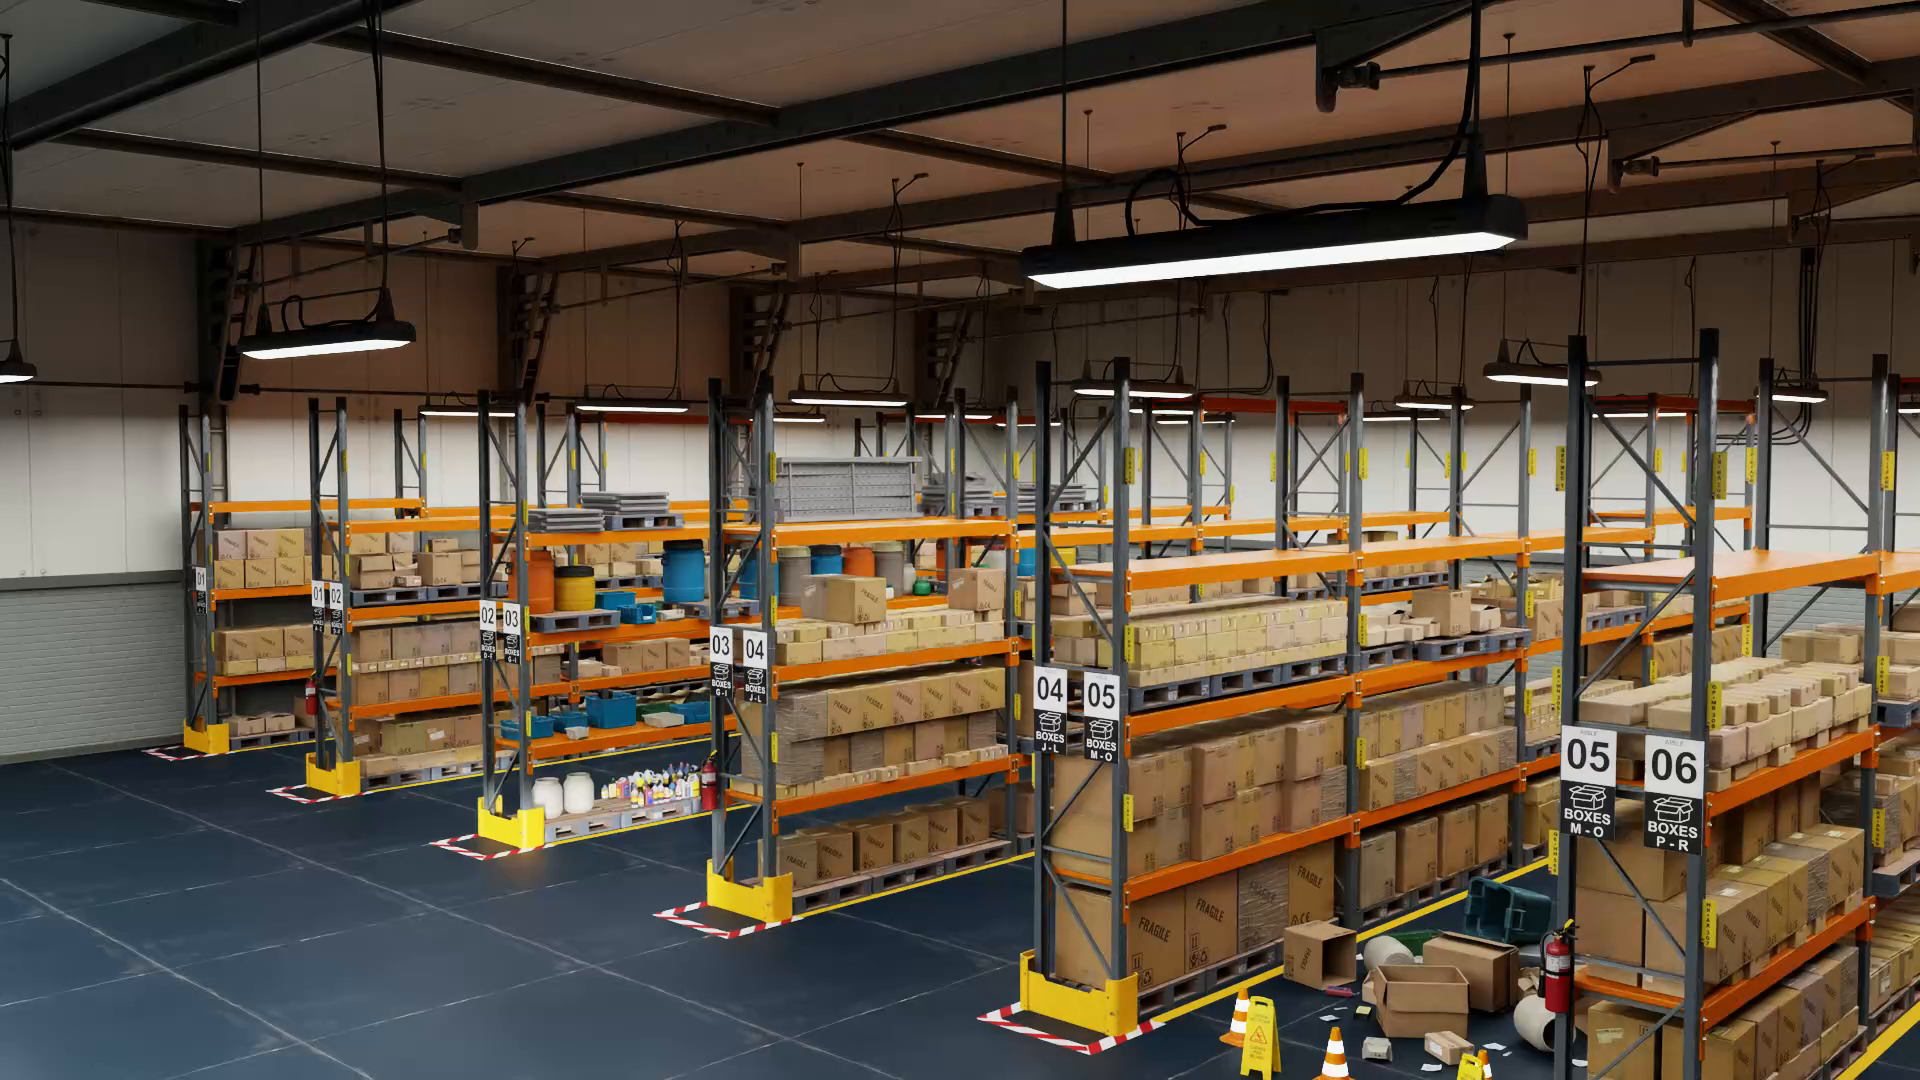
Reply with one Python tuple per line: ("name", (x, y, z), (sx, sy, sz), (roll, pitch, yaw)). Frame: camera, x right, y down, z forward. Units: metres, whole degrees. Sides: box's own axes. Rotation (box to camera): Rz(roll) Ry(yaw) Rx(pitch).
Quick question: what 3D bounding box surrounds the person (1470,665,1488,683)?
("person", (10.290, 2.619, 32.938), (0.341, 1.690, 0.502), (-1, 3, -23))
